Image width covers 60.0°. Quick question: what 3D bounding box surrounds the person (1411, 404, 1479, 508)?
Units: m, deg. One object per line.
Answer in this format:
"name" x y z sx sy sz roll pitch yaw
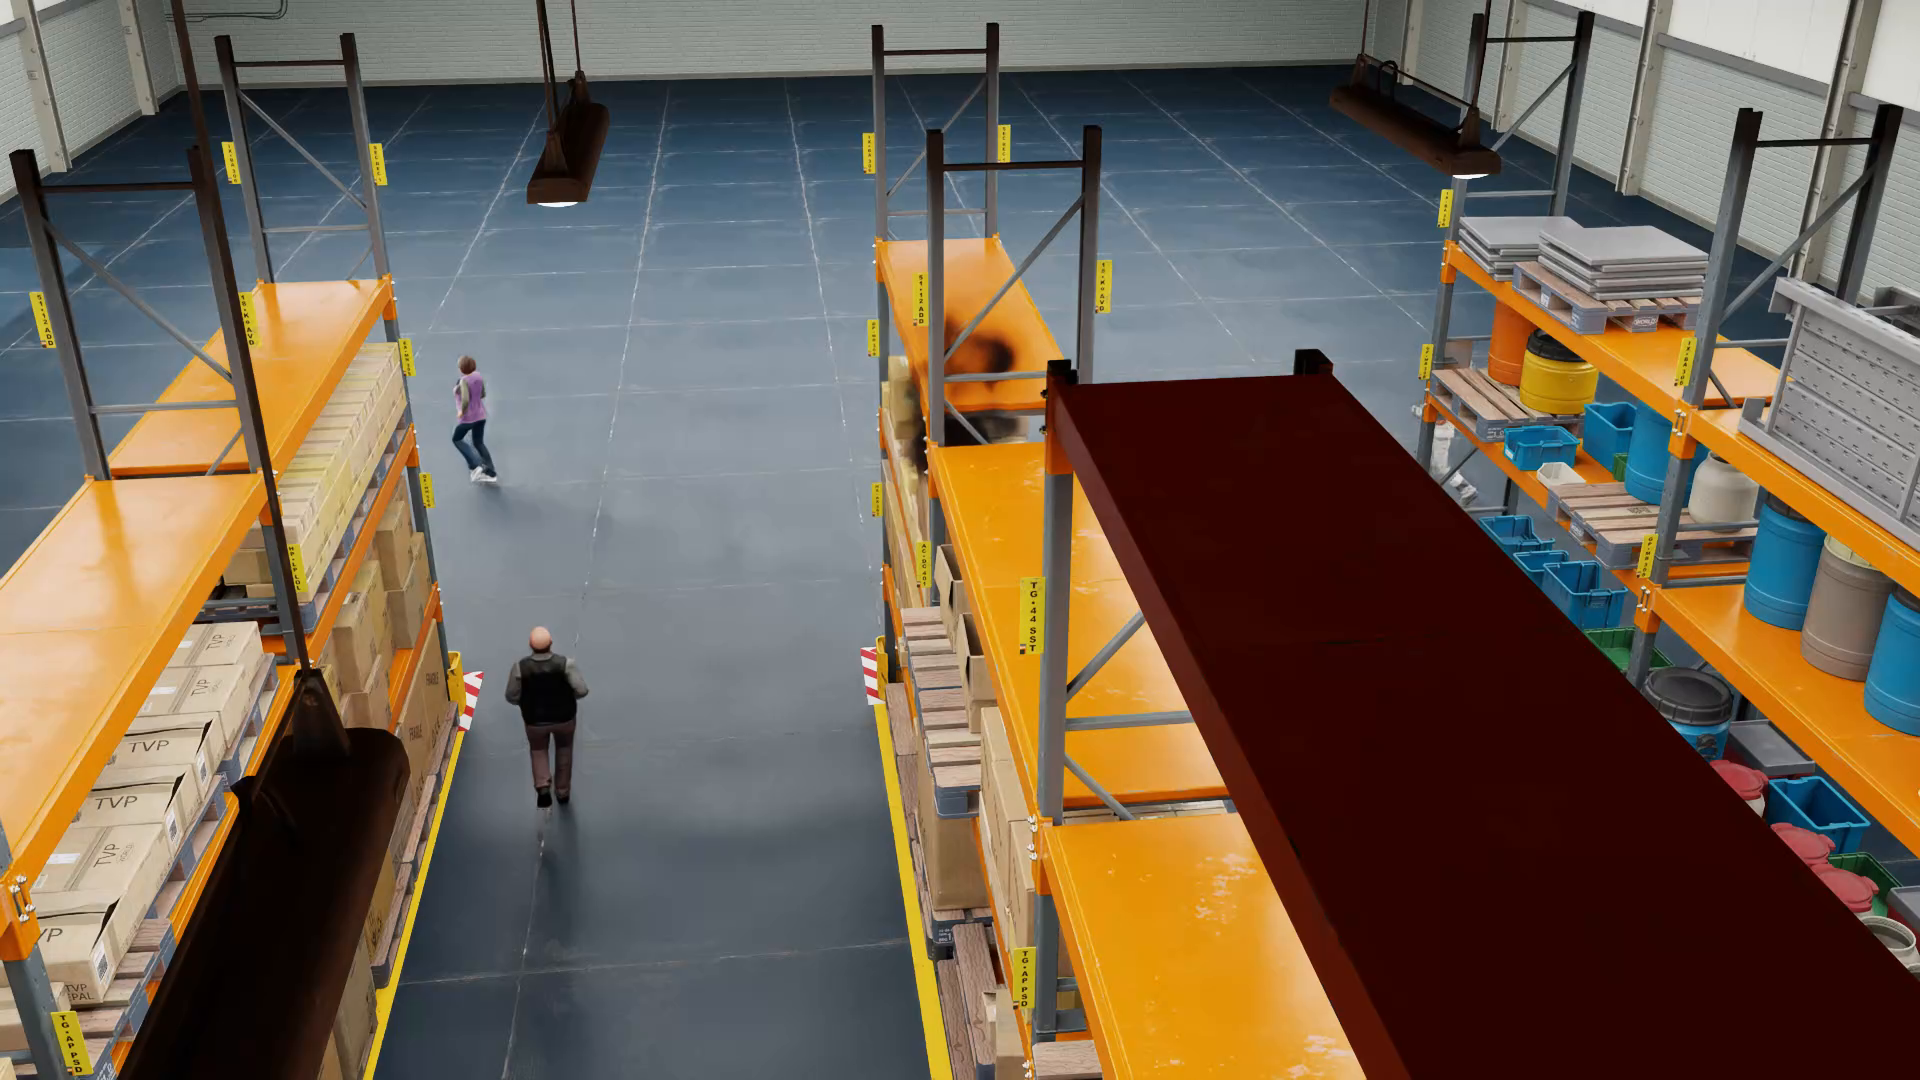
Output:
"person" 5.459 -1.187 18.881 0.997 1.766 0.663 7 26 14

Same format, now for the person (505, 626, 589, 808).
"person" -3.329 1.451 13.521 0.659 1.673 0.614 -5 26 -11

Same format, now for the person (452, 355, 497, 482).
"person" -5.797 -1.435 19.665 0.615 1.582 0.494 15 29 28
